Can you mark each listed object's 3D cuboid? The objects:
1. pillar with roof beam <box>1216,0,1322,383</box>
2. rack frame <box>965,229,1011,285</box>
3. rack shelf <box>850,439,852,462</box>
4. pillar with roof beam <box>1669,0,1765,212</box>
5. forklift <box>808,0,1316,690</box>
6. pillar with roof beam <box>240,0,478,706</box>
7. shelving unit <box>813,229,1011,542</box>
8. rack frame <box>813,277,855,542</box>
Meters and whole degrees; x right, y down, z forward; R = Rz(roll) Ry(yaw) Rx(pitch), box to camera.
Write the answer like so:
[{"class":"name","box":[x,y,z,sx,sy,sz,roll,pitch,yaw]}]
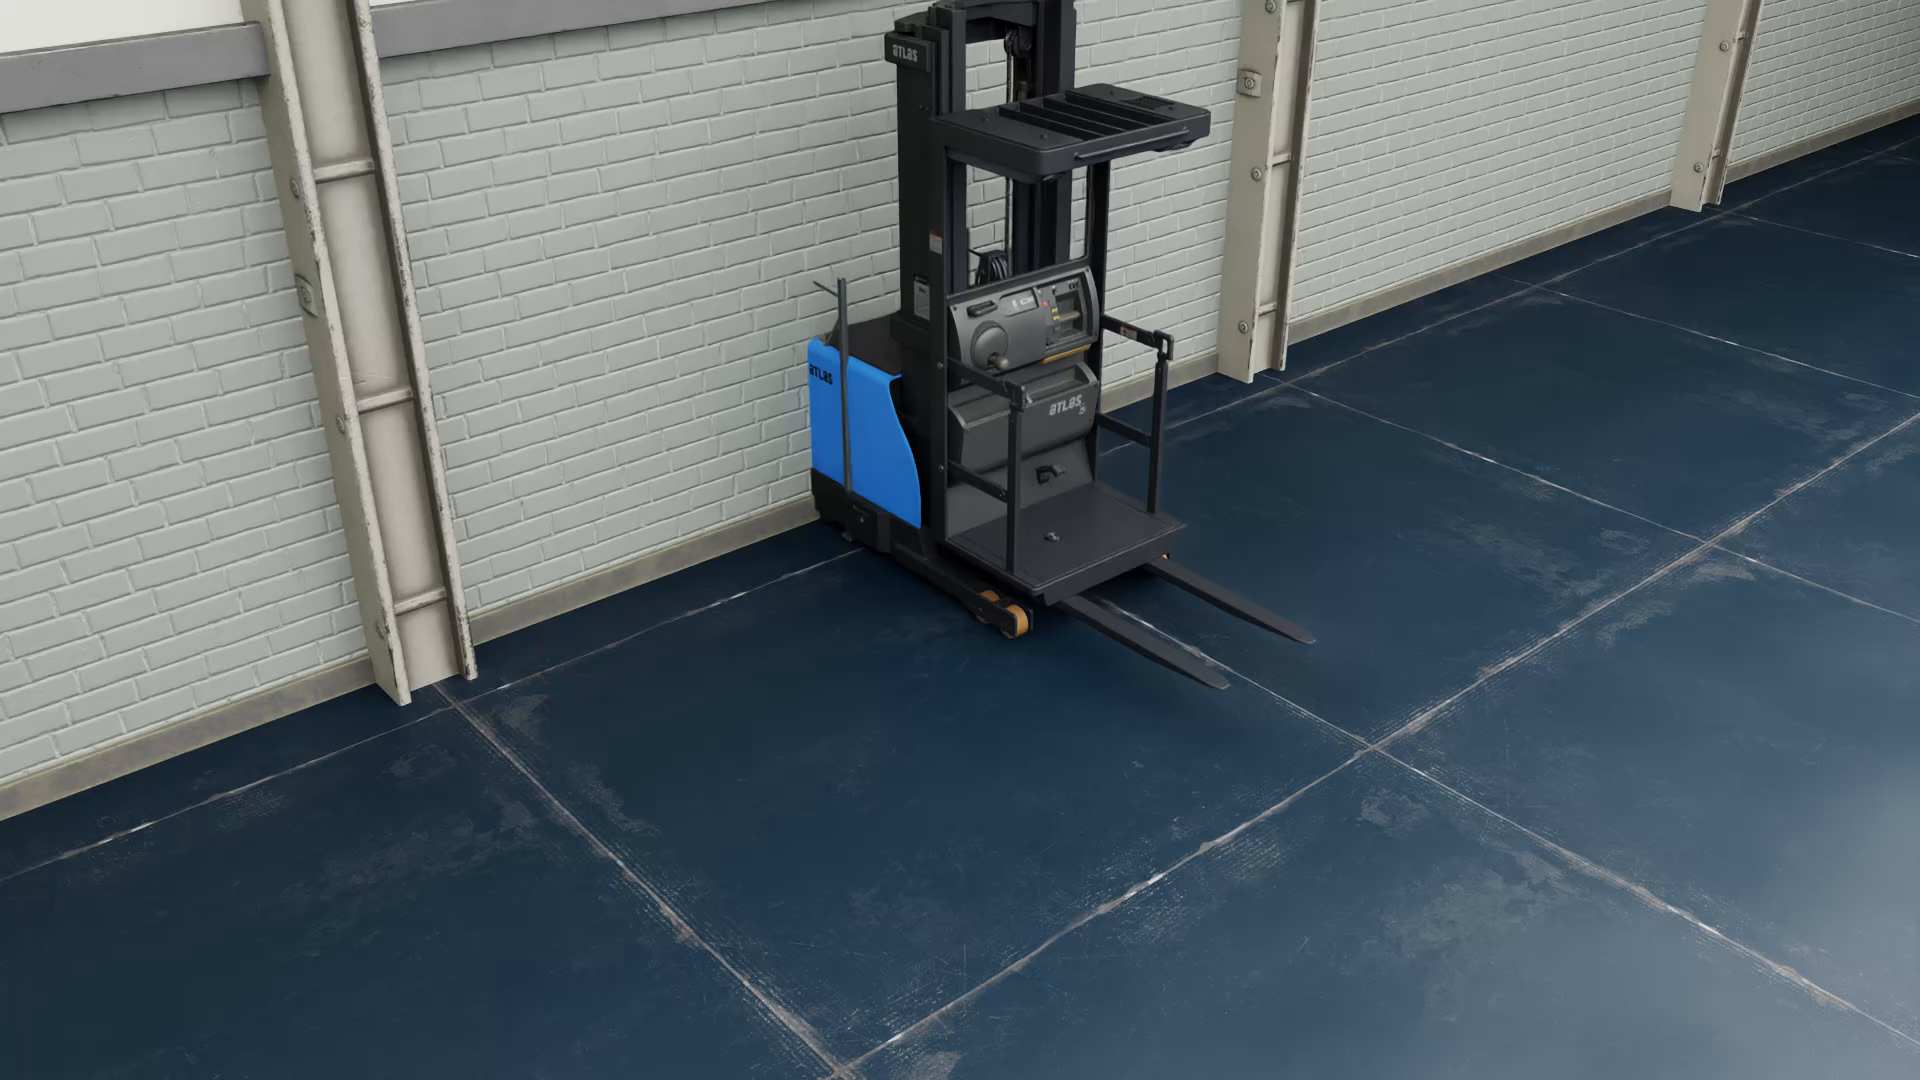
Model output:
[{"class":"pillar with roof beam","box":[4.787,-3.597,6.433,0.400,9.000,9.100,-22,35,-35]},{"class":"rack frame","box":[0.147,-0.990,9.543,0.032,1.500,0.500,-15,30,-27]},{"class":"rack shelf","box":[-0.289,-0.714,9.389,1.000,0.185,0.538,-15,30,-27]},{"class":"pillar with roof beam","box":[9.352,-5.433,9.868,0.400,9.000,9.100,-22,35,-35]},{"class":"forklift","box":[0.467,-1.068,8.139,1.130,2.935,3.031,-22,35,-35]},{"class":"pillar with roof beam","box":[0.223,-1.762,2.999,0.400,9.000,9.100,-22,35,-35]},{"class":"shelving unit","box":[-0.289,-0.875,9.310,1.048,1.500,0.538,-15,30,-27]},{"class":"rack frame","box":[-0.726,-0.760,9.076,0.032,1.500,0.500,-15,30,-27]}]
